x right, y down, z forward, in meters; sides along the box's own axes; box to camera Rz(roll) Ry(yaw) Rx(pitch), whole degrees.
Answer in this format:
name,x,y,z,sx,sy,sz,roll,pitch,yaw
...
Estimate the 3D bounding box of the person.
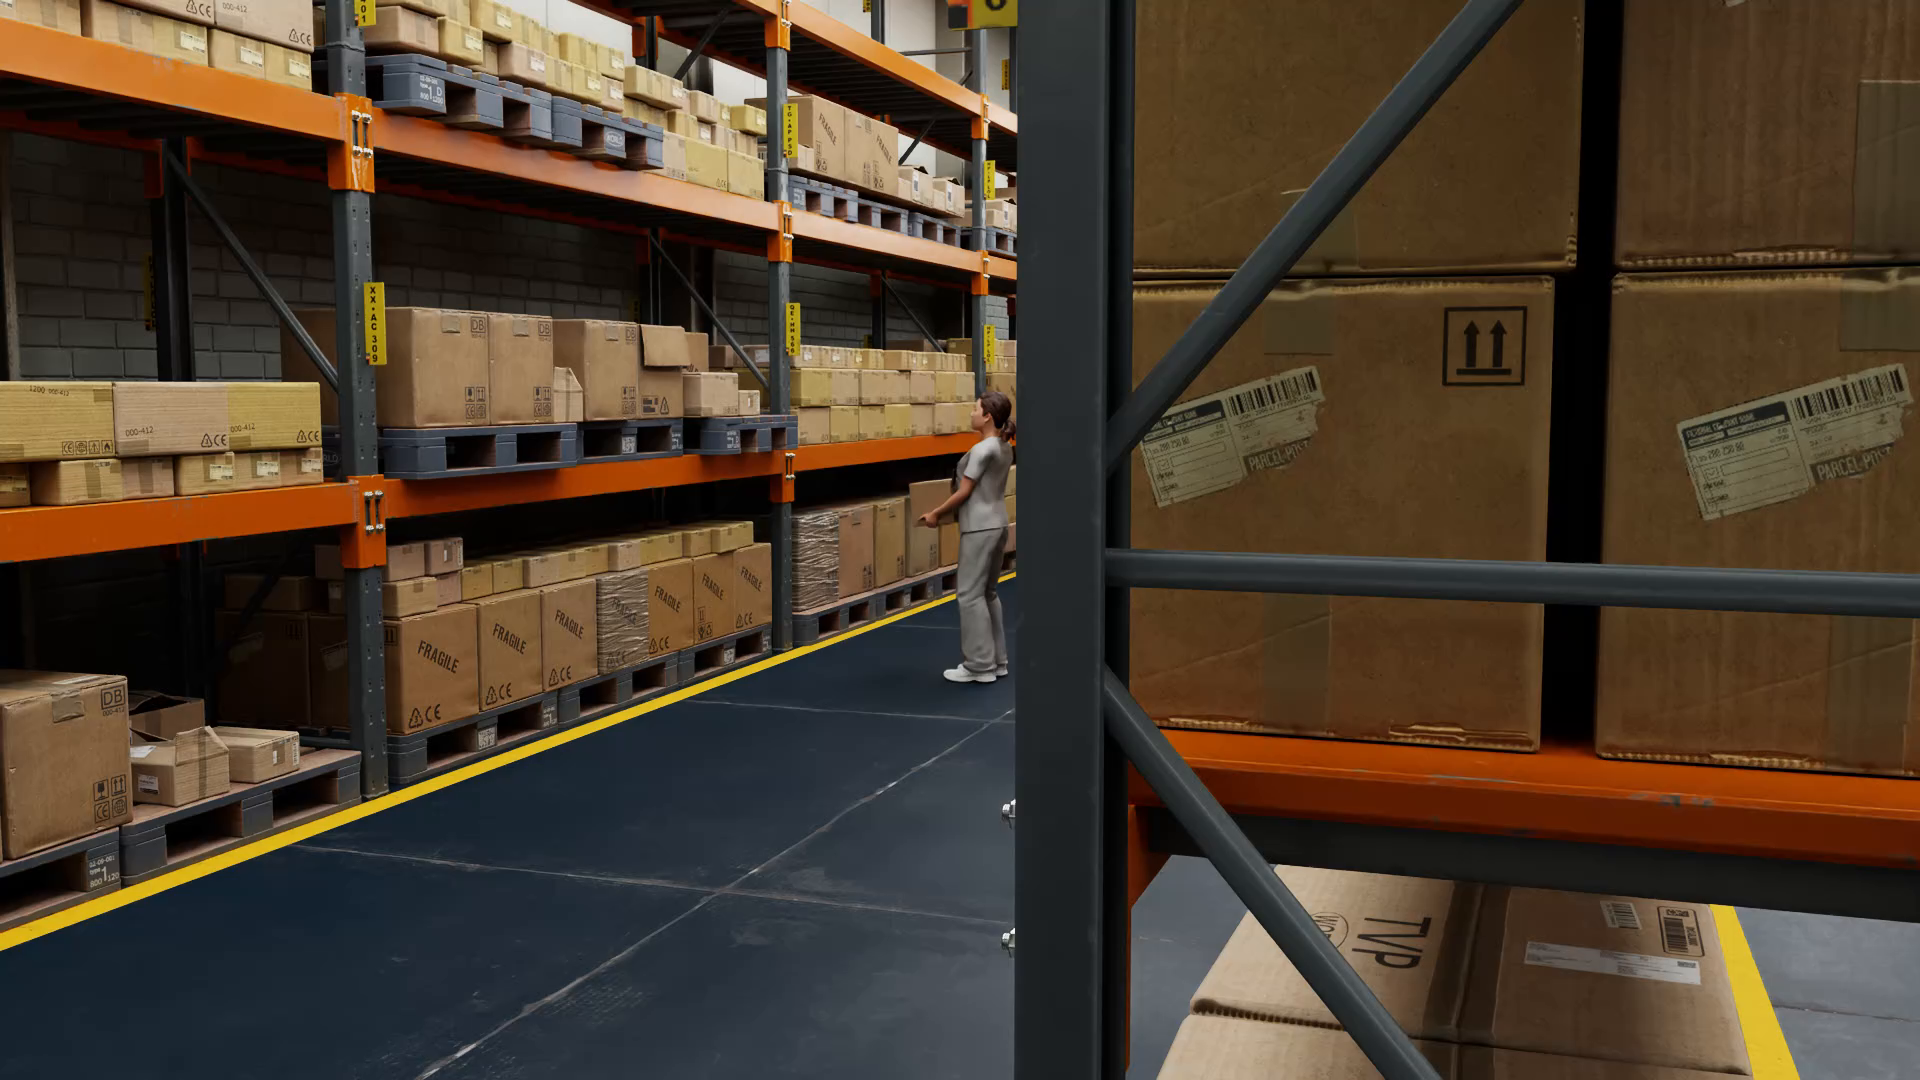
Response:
name,x,y,z,sx,sy,sz,roll,pitch,yaw
person,0.064,-0.027,9.560,0.562,1.662,0.437,2,6,19
